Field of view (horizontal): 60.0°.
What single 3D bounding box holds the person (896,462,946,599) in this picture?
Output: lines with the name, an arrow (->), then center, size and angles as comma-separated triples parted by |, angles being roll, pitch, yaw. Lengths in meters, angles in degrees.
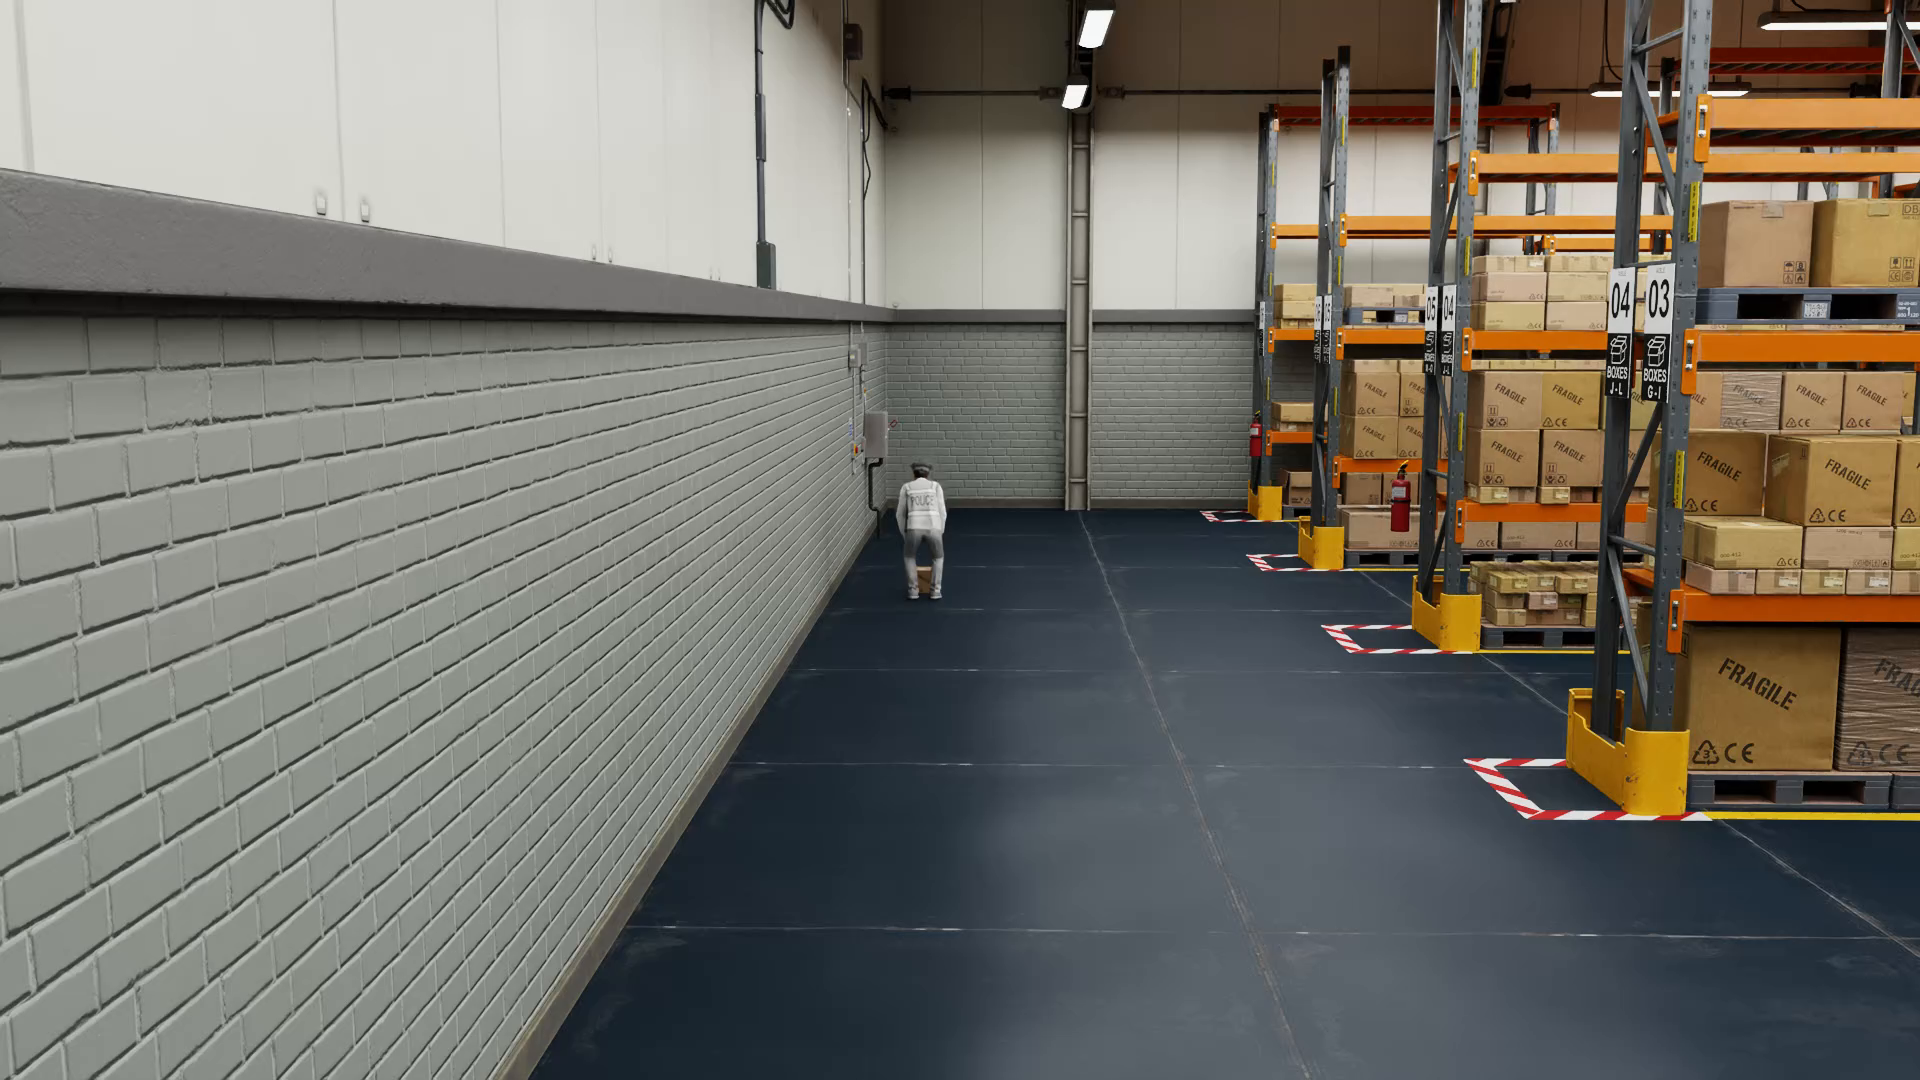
person -> -0.410, -0.092, 17.461 | 0.534, 1.426, 0.674 | 0, 7, 2
